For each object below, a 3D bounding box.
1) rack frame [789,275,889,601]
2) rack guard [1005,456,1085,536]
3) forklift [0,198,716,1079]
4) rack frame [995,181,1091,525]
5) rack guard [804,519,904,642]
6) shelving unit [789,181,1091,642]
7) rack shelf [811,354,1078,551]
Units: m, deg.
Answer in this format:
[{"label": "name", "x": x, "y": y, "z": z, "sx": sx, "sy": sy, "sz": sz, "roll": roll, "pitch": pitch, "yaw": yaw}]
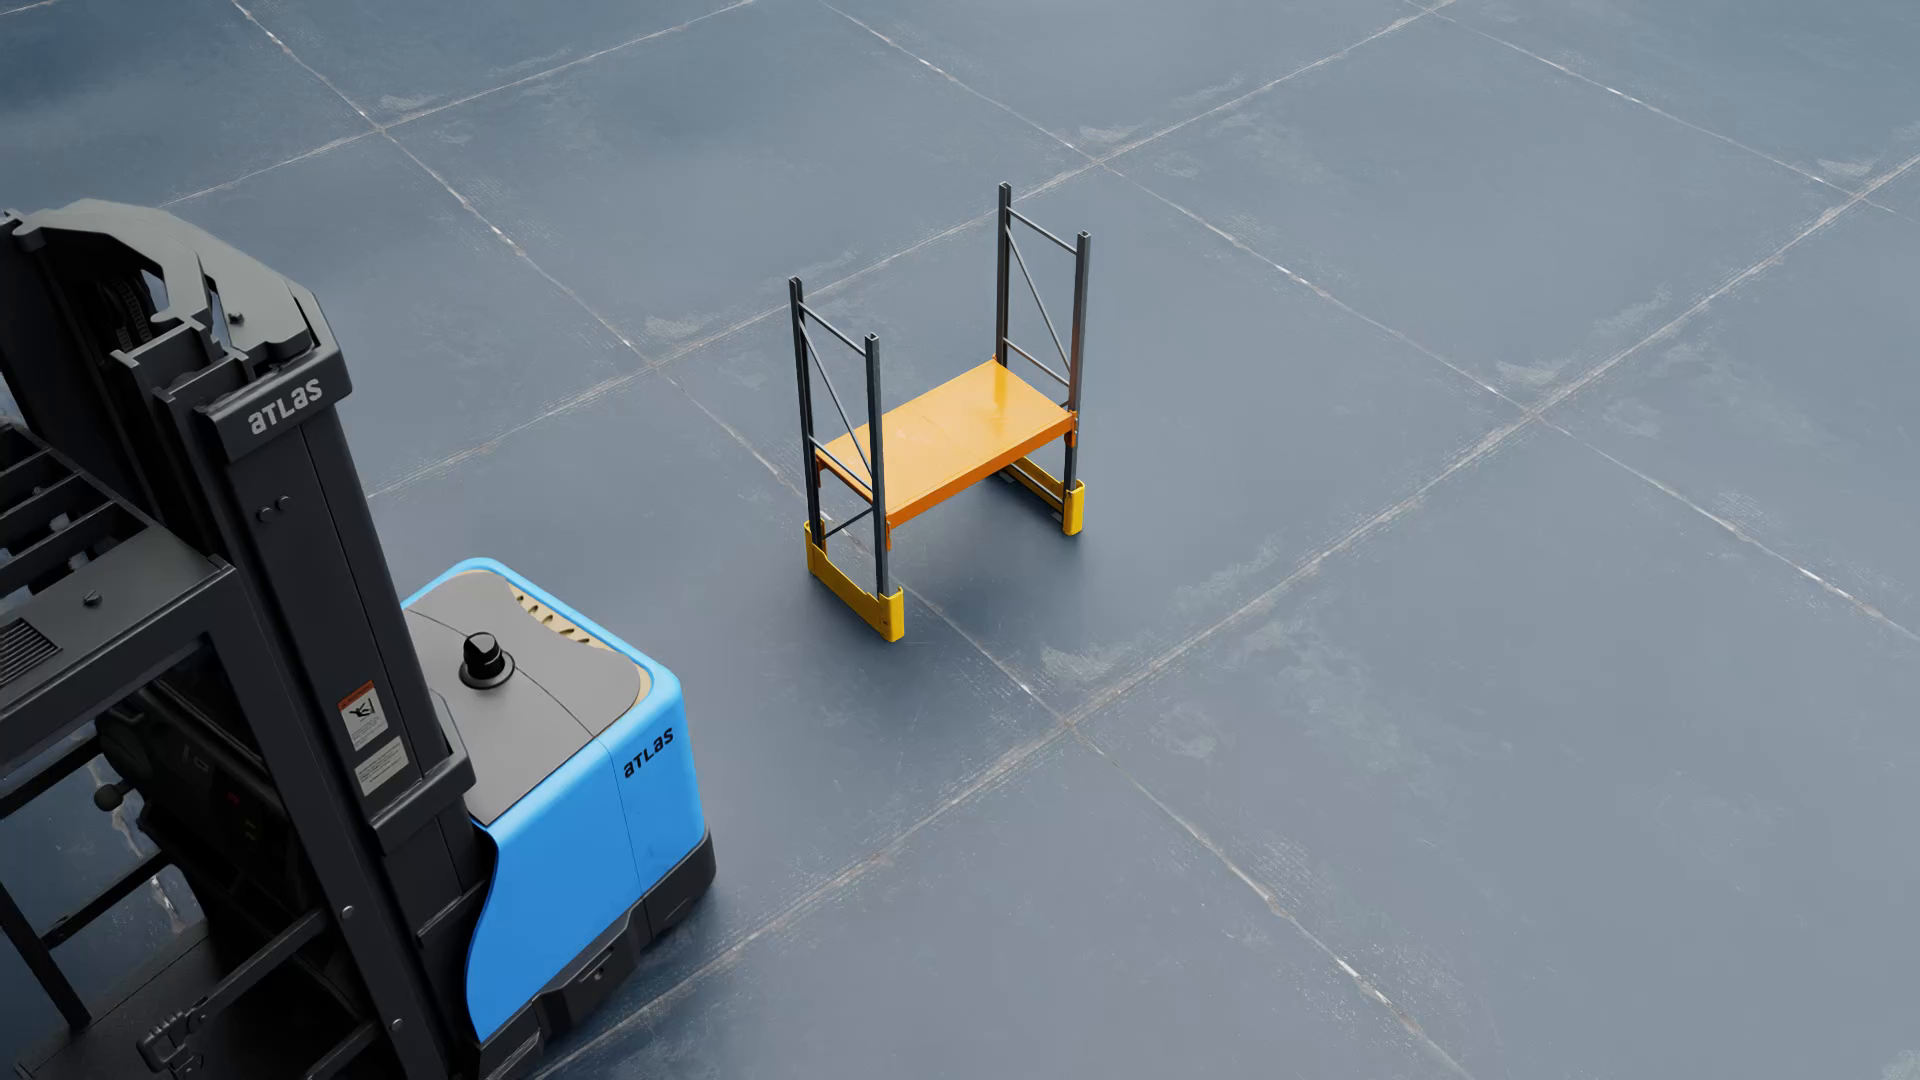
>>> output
[{"label": "rack frame", "x": -0.455, "y": -0.286, "z": 6.459, "sx": 0.032, "sy": 1.500, "sz": 0.500, "roll": -30, "pitch": 51, "yaw": -28}, {"label": "rack guard", "x": 0.324, "y": -0.276, "z": 7.362, "sx": 0.087, "sy": 0.250, "sz": 0.587, "roll": -30, "pitch": 51, "yaw": -28}, {"label": "forklift", "x": -2.163, "y": 0.747, "z": 4.313, "sx": 1.130, "sy": 2.935, "sz": 3.031, "roll": 28, "pitch": 50, "yaw": 26}, {"label": "rack frame", "x": 0.324, "y": -0.733, "z": 6.934, "sx": 0.032, "sy": 1.500, "sz": 0.500, "roll": -30, "pitch": 51, "yaw": -28}, {"label": "rack guard", "x": -0.440, "y": 0.161, "z": 6.896, "sx": 0.087, "sy": 0.250, "sz": 0.587, "roll": -30, "pitch": 51, "yaw": -28}, {"label": "shelving unit", "x": -0.058, "y": -0.513, "z": 6.701, "sx": 1.083, "sy": 1.500, "sz": 0.587, "roll": -30, "pitch": 51, "yaw": -28}, {"label": "rack shelf", "x": -0.065, "y": -0.378, "z": 6.820, "sx": 1.000, "sy": 0.185, "sz": 0.538, "roll": -30, "pitch": 51, "yaw": -28}]
